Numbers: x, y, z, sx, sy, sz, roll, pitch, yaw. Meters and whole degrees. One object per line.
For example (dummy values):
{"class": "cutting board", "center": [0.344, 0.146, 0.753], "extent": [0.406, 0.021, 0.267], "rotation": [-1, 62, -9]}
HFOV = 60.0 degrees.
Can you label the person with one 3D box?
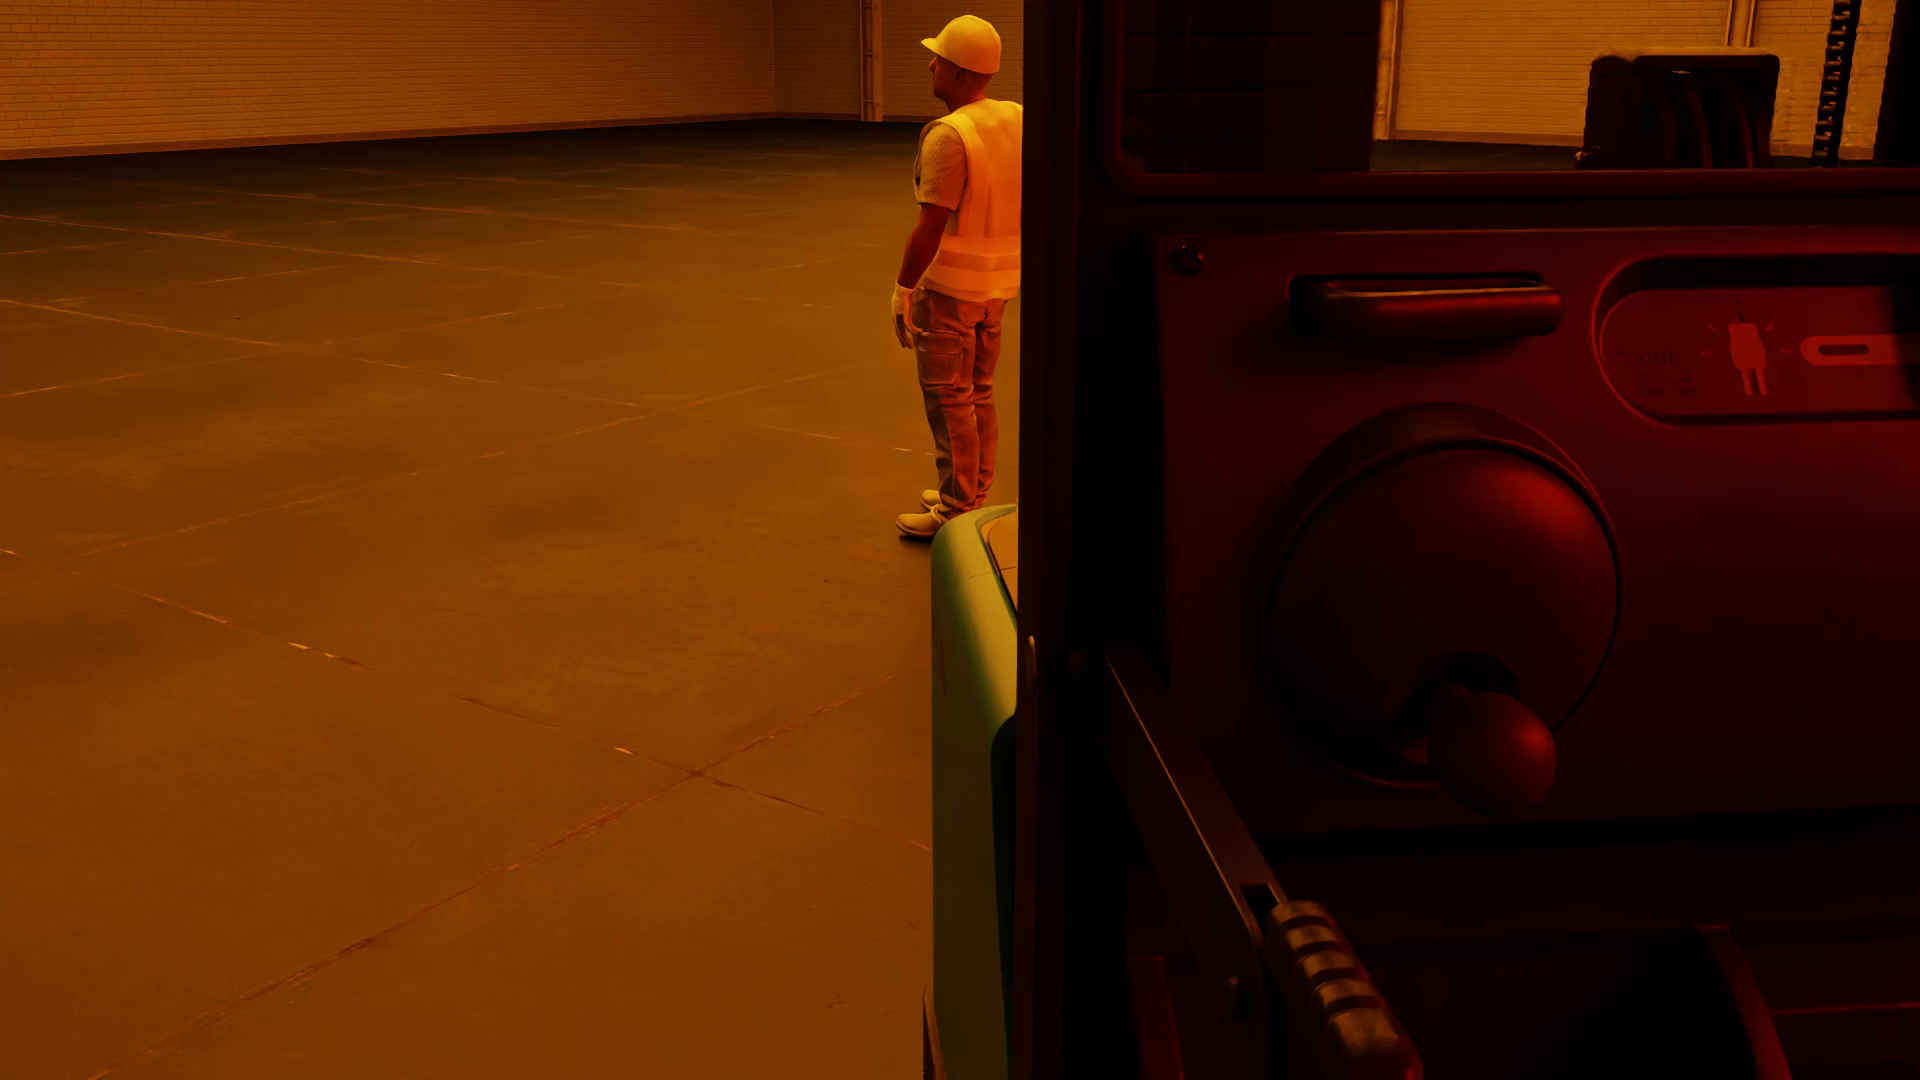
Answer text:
{"class": "person", "center": [-0.055, -0.874, 5.737], "extent": [0.575, 1.784, 0.656], "rotation": [11, 20, 33]}
